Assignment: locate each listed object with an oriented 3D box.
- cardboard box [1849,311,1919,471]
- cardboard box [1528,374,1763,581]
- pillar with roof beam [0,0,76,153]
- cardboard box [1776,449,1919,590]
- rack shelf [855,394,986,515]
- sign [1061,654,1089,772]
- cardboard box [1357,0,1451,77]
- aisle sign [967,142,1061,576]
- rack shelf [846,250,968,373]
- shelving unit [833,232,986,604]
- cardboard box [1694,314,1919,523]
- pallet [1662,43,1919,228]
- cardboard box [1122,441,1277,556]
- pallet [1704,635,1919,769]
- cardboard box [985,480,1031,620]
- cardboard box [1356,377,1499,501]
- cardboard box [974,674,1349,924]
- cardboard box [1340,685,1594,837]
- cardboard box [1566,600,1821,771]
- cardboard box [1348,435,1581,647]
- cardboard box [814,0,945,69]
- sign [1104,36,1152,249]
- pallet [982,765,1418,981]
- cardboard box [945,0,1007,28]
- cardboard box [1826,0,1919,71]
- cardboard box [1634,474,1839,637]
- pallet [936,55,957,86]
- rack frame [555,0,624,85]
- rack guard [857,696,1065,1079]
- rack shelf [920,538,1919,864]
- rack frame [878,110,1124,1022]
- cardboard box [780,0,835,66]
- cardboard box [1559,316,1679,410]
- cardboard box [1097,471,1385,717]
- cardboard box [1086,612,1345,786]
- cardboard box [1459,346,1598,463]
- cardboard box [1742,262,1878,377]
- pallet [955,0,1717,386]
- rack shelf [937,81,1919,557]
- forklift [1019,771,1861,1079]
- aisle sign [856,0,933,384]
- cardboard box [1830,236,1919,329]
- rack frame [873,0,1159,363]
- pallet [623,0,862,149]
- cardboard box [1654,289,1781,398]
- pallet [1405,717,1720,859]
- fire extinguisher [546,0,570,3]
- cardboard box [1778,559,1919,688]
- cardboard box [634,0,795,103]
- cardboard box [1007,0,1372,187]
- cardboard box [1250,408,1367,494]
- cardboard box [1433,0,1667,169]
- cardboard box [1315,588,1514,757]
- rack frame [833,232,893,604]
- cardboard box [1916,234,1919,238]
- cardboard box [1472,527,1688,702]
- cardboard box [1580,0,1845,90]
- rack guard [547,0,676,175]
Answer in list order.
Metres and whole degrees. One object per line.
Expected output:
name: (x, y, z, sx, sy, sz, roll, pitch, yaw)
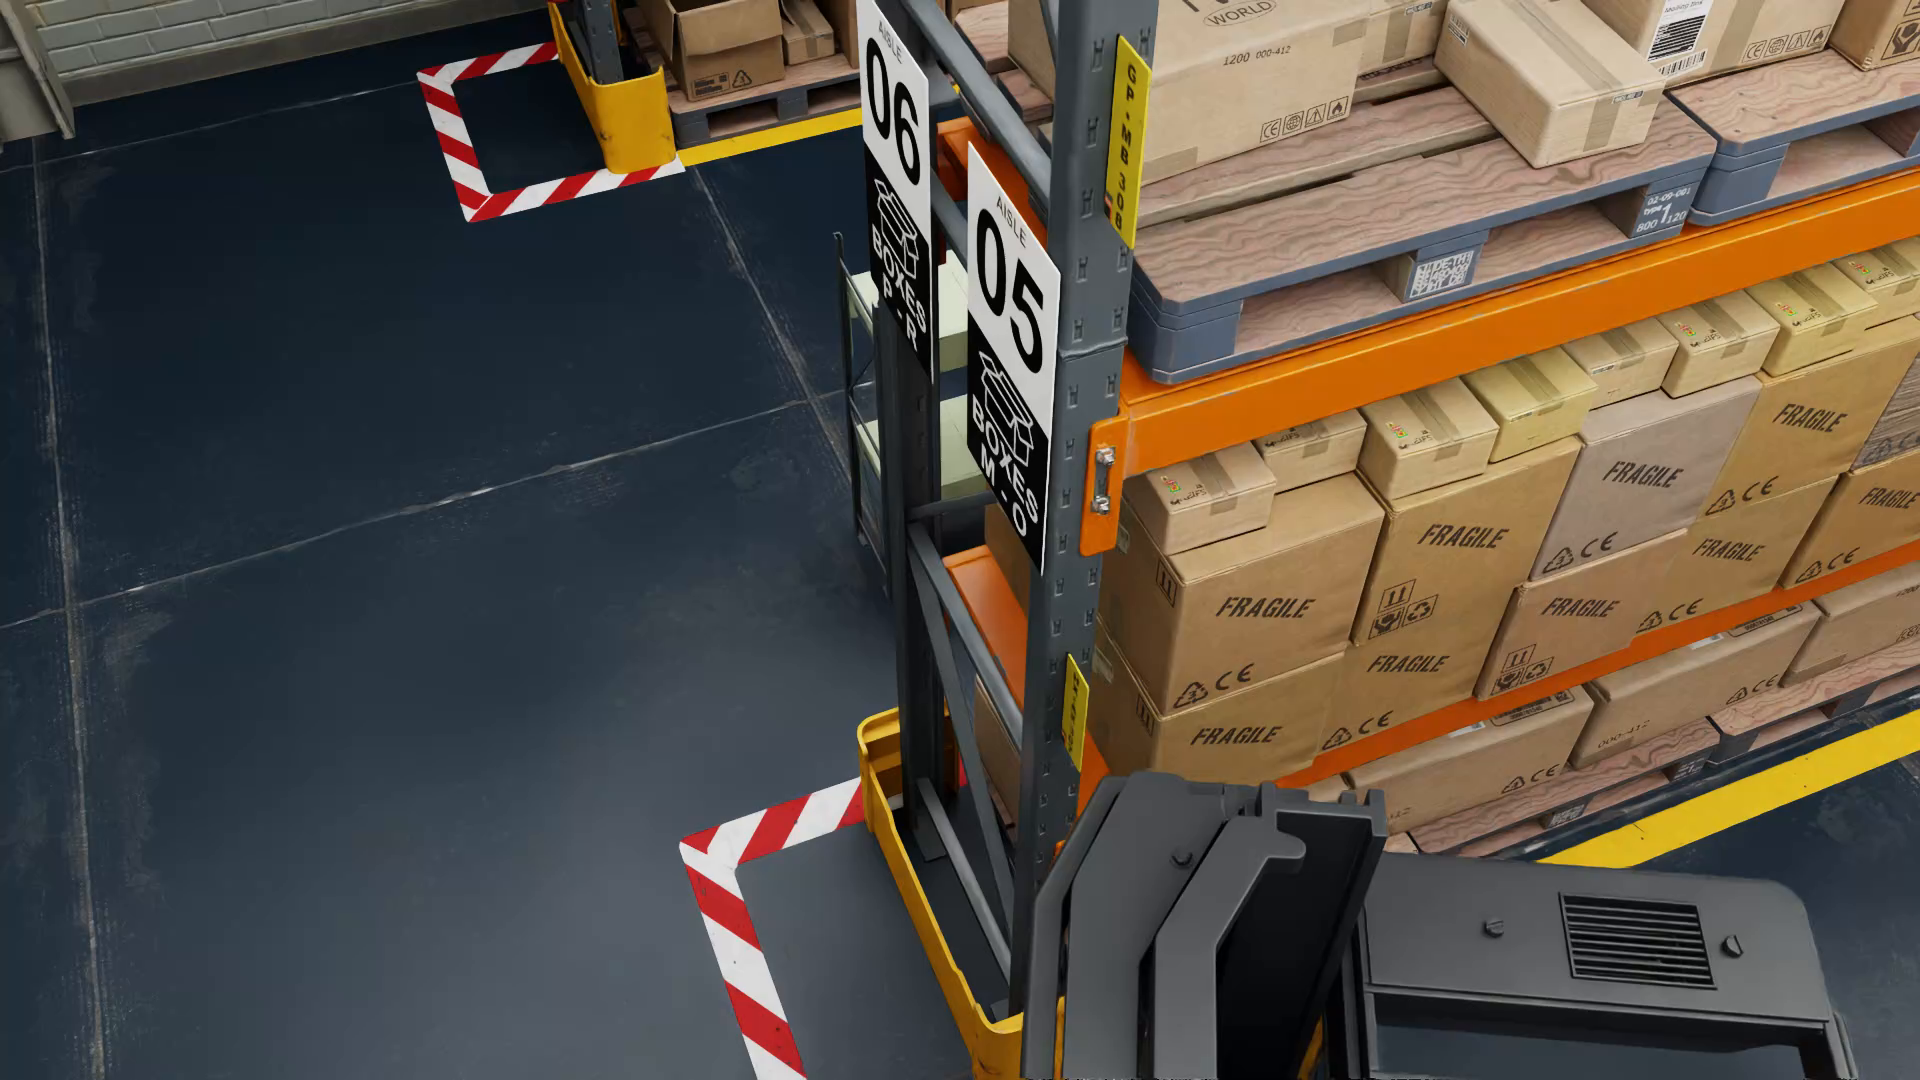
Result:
cardboard box: (2.478, -0.584, 4.390, 0.500, 0.500, 0.500, -17, 51, -14)
cardboard box: (1.549, -0.302, 4.148, 0.500, 0.500, 0.500, -18, 52, -15)
pillar with roof beam: (-3.041, -1.976, 2.356, 0.400, 9.000, 9.100, -17, 52, -14)
cardboard box: (2.484, -0.261, 4.772, 0.500, 0.500, 0.500, -18, 52, -15)
rack shelf: (0.006, -0.278, 6.271, 0.720, 0.370, 0.431, -17, 52, -14)
sign: (0.252, 0.384, 3.661, 0.005, 0.325, 0.100, -17, 52, -14)
cardboard box: (0.788, -1.134, 3.433, 0.250, 0.149, 0.380, -21, 52, -17)
aisle sign: (0.091, -0.323, 3.177, 0.004, 0.787, 0.394, -17, 52, -14)
rack shelf: (0.006, -0.745, 5.727, 0.720, 0.370, 0.431, -17, 52, -14)
shelving unit: (0.006, -0.491, 6.023, 0.755, 1.500, 0.431, -17, 52, -14)
cardboard box: (2.011, -0.446, 4.271, 0.500, 0.500, 0.500, -17, 51, -14)
pallet: (1.862, -1.221, 3.744, 1.213, 0.211, 1.003, -17, 52, -14)
cardboard box: (0.481, -0.177, 3.613, 0.250, 0.149, 0.380, -16, 51, -13)
pallet: (3.017, 0.224, 6.259, 1.213, 0.211, 1.003, -17, 52, -14)
cardboard box: (0.394, -0.057, 4.596, 0.500, 0.500, 0.500, -17, 51, -14)
cardboard box: (0.981, -0.296, 3.715, 0.250, 0.149, 0.380, -16, 51, -13)
cardboard box: (0.621, 0.738, 5.391, 0.875, 0.438, 0.875, -19, 52, -15)
cardboard box: (1.465, 0.470, 5.622, 0.875, 0.438, 0.875, -16, 51, -13)
cardboard box: (2.301, 0.213, 5.843, 0.875, 0.438, 0.875, -19, 52, -15)
cardboard box: (1.076, -0.149, 4.017, 0.500, 0.500, 0.500, -18, 52, -15)
cardboard box: (-0.424, -2.834, 8.418, 0.500, 0.500, 0.700, -15, 51, -13)
sign: (0.252, -0.596, 2.520, 0.005, 0.325, 0.100, -17, 52, -14)
pallet: (0.759, 0.924, 5.658, 1.213, 0.211, 1.003, -17, 52, -14)
cardboard box: (0.103, -2.916, 8.488, 0.500, 0.500, 0.500, -16, 51, -14)
cardboard box: (1.971, -1.352, 3.389, 0.500, 0.500, 0.500, -16, 51, -14)
cardboard box: (1.994, -0.122, 4.652, 0.500, 0.500, 0.500, -16, 51, -13)
pallet: (0.103, -2.875, 8.920, 1.213, 0.211, 1.003, -17, 52, -14)
rack frame: (-1.832, -3.185, 7.349, 0.127, 3.000, 1.000, -17, 52, -14)
rack guard: (0.026, 1.121, 5.298, 0.348, 0.500, 1.175, -17, 52, -14)
rack shelf: (1.899, -0.039, 5.121, 4.000, 0.370, 1.077, -17, 52, -14)
rack frame: (0.048, 0.300, 4.356, 0.127, 3.000, 1.000, -17, 52, -14)
cardboard box: (-0.822, -2.596, 8.446, 0.250, 0.149, 0.380, -19, 52, -16)
cardboard box: (1.441, -0.497, 3.888, 0.250, 0.149, 0.380, -17, 51, -14)
cardboard box: (0.600, 0.004, 3.885, 0.500, 0.500, 0.500, -18, 52, -15)
cardboard box: (0.601, 0.331, 4.263, 0.500, 0.500, 0.500, -18, 52, -15)
cardboard box: (1.218, -0.384, 3.791, 0.250, 0.149, 0.380, -19, 52, -15)
cardboard box: (1.933, -0.592, 3.970, 0.250, 0.149, 0.380, -18, 52, -15)
pallet: (0.731, -0.868, 3.441, 1.213, 0.211, 1.003, -17, 52, -14)
rack shelf: (1.899, -1.017, 3.983, 4.000, 0.370, 1.077, -17, 52, -14)
forklift: (0.912, 1.624, 3.264, 3.031, 2.935, 1.130, 4, 49, 3)
aisle sign: (-0.136, -0.744, 3.539, 0.004, 0.787, 0.394, -17, 52, -14)
cardboard box: (2.157, -0.702, 4.064, 0.250, 0.149, 0.380, -17, 52, -14)
rack frame: (0.048, -1.654, 2.080, 0.127, 3.000, 1.000, -17, 52, -14)
pallet: (-1.024, -2.528, 8.622, 1.213, 0.211, 1.003, -17, 52, -14)
cardboard box: (1.688, -0.539, 3.924, 0.250, 0.149, 0.380, -17, 51, -14)
pallet: (1.886, 0.577, 5.956, 1.213, 0.211, 1.003, -17, 52, -14)
fire extinguisher: (-1.794, -2.671, 7.205, 0.183, 0.674, 0.296, -17, 52, -14)
cardboard box: (3.129, -0.045, 6.064, 0.875, 0.438, 0.875, -18, 52, -15)
cardboard box: (-1.230, -2.617, 8.230, 0.637, 0.503, 0.797, -19, 52, -16)
cardboard box: (0.430, -0.990, 3.243, 0.500, 0.250, 0.500, -22, 53, -18)
cardboard box: (0.697, -0.302, 3.720, 0.250, 0.149, 0.380, -16, 51, -13)
cardboard box: (1.142, -0.915, 3.245, 0.250, 0.149, 0.380, -16, 51, -13)
cardboard box: (1.059, 0.167, 4.404, 0.500, 0.500, 0.500, -18, 52, -15)
rack frame: (-0.333, -0.386, 5.933, 0.023, 1.500, 0.400, -17, 52, -14)
cardboard box: (2.379, -0.783, 4.133, 0.250, 0.149, 0.380, -18, 52, -15)
cardboard box: (1.536, 0.033, 4.519, 0.500, 0.500, 0.500, -17, 52, -14)
cardboard box: (1.453, -1.212, 3.393, 0.500, 0.311, 0.500, -16, 51, -14)
rack guard: (-1.762, -2.392, 8.316, 0.348, 0.500, 1.175, -17, 52, -14)
